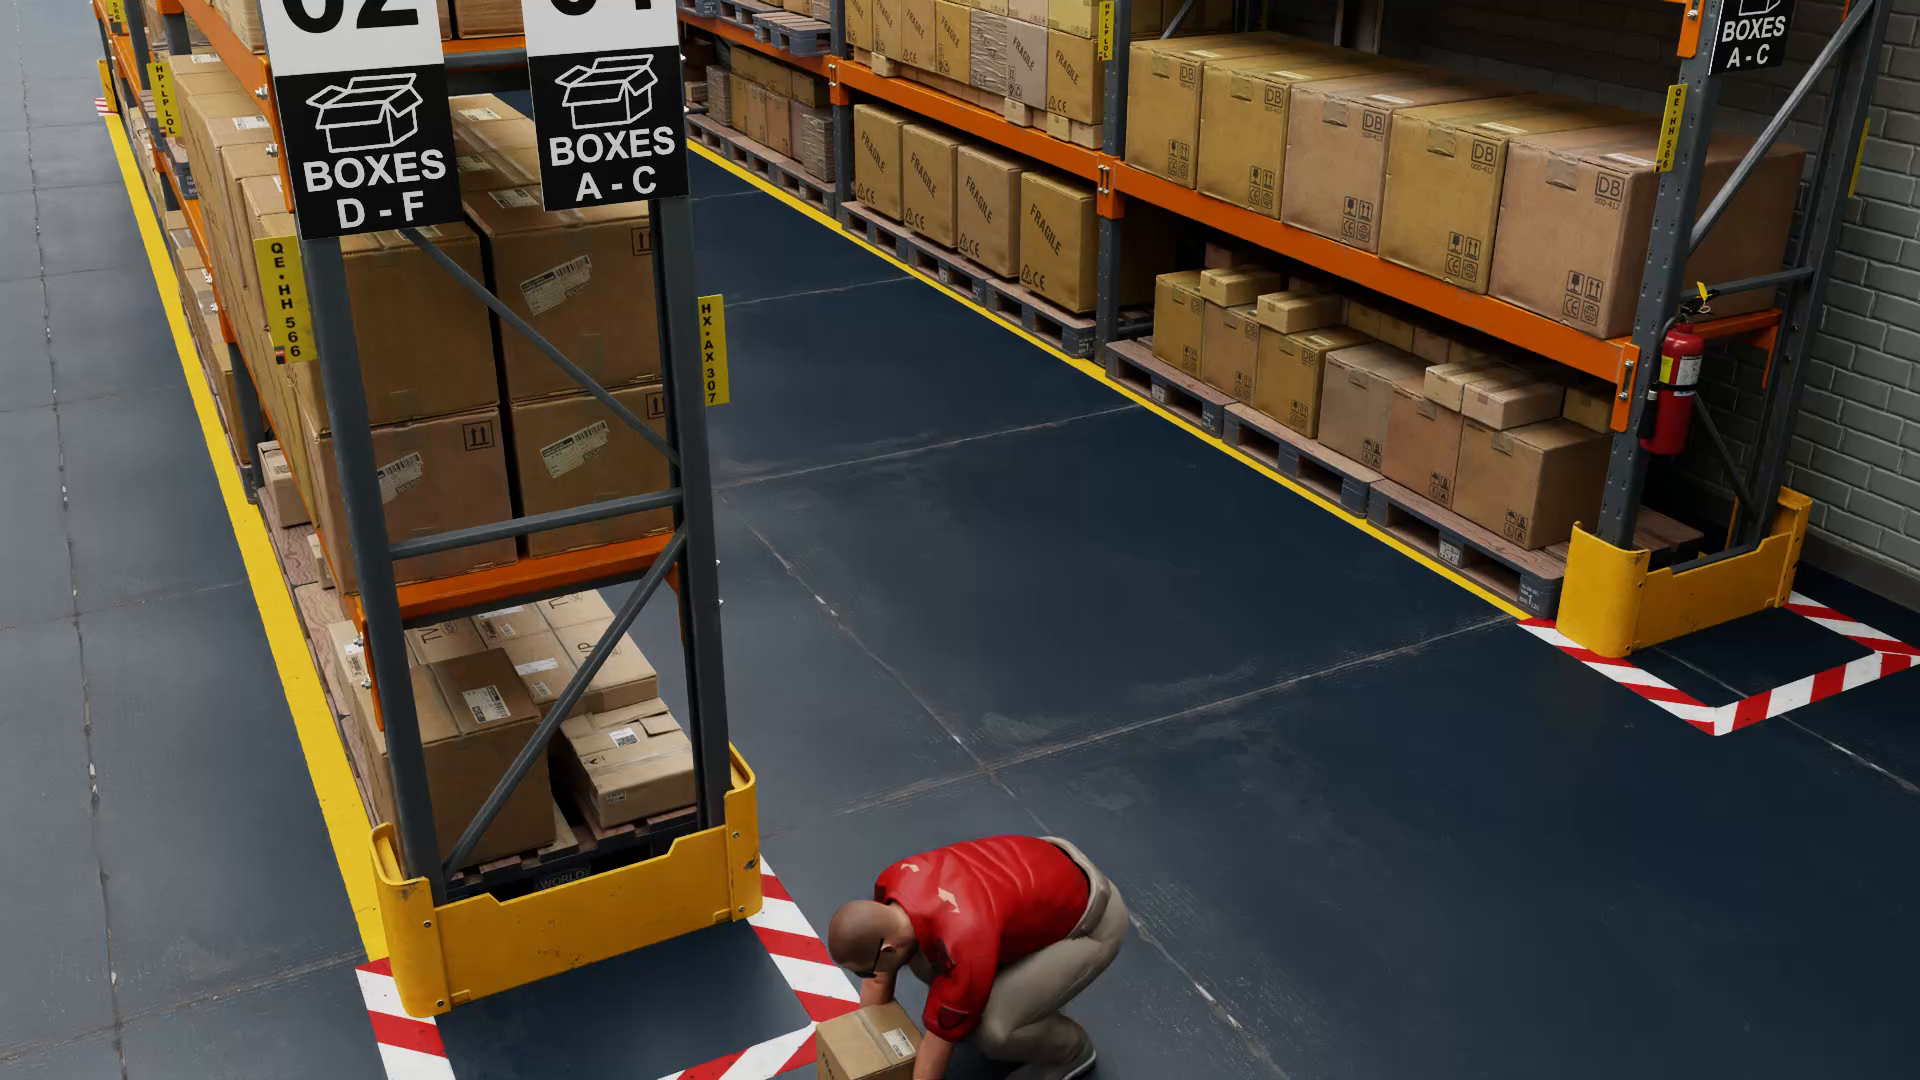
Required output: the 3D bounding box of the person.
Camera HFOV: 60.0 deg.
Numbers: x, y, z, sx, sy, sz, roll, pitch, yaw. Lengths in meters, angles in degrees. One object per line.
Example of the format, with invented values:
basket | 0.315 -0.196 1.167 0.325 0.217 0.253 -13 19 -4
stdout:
person | 0.041 1.222 4.719 0.922 0.797 0.530 -13 29 -26
